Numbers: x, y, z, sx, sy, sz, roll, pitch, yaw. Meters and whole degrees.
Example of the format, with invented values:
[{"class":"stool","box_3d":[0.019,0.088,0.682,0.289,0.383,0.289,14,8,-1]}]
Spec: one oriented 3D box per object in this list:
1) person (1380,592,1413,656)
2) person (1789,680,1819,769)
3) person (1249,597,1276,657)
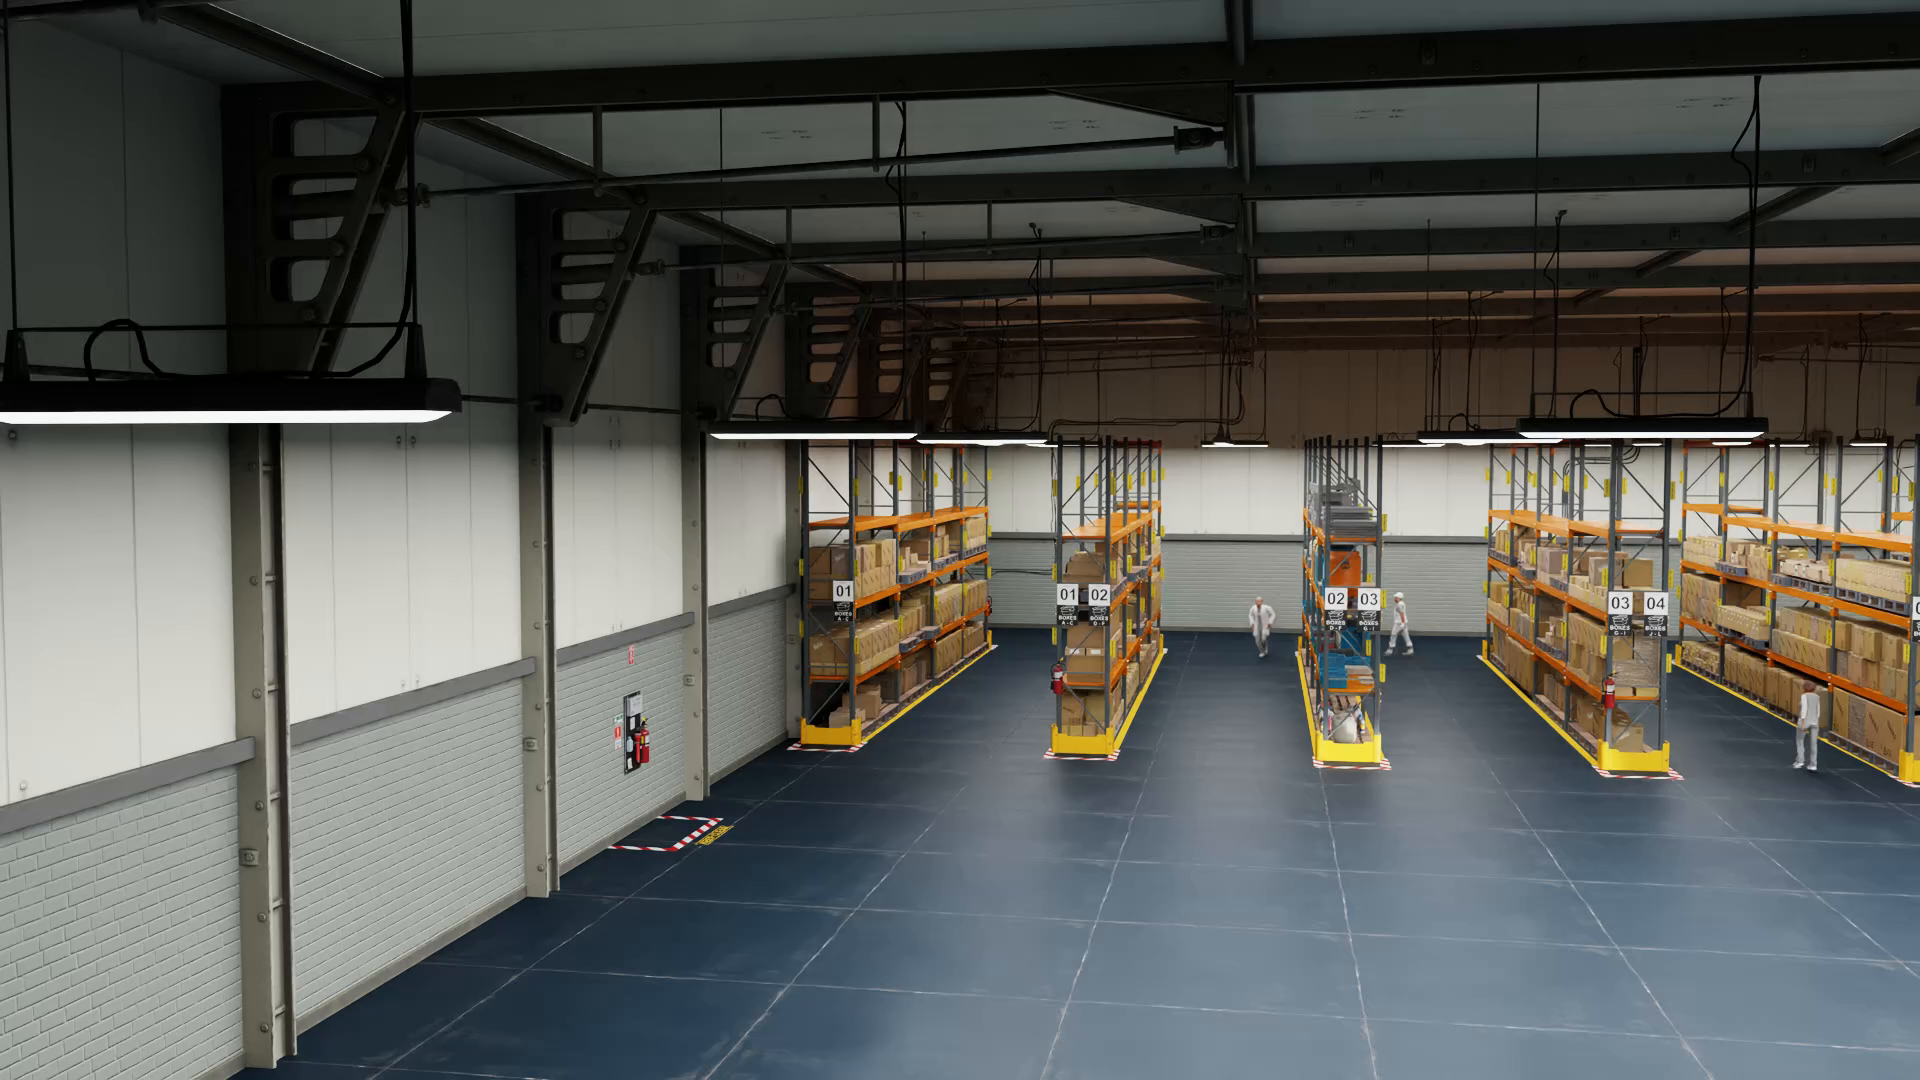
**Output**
[{"class":"person","box_3d":[12.180,2.330,46.259,0.919,1.743,0.522,3,4,41]},{"class":"person","box_3d":[15.233,3.327,29.840,0.409,1.604,0.710,0,3,5]},{"class":"person","box_3d":[8.357,2.402,45.936,0.763,1.689,0.697,1,3,22]}]
